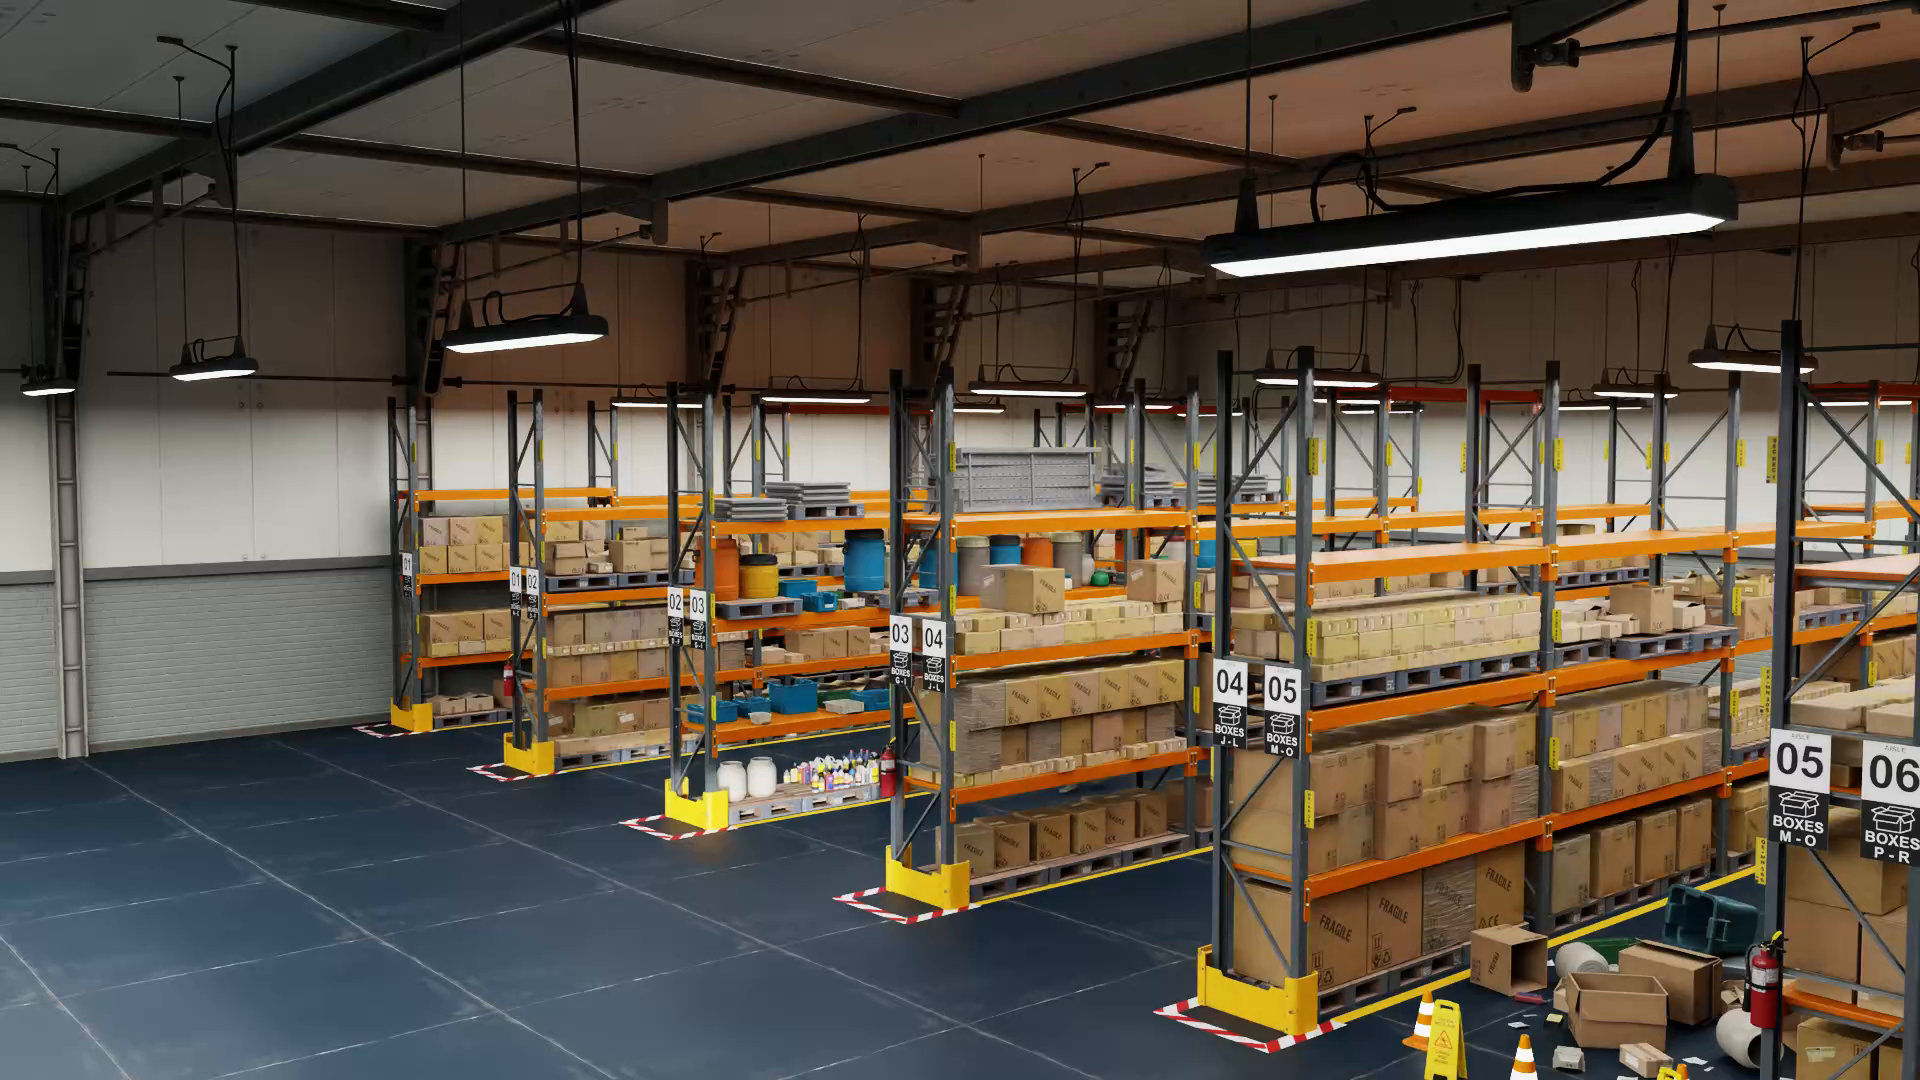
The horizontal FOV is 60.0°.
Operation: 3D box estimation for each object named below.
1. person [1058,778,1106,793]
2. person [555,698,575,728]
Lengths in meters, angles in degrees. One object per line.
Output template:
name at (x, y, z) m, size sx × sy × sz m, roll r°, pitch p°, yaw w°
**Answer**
person at (1.807, 2.909, 24.585) m, size 1.077 × 1.595 × 0.715 m, roll -3°, pitch 4°, yaw -40°
person at (-6.869, 2.700, 28.831) m, size 0.573 × 1.583 × 0.529 m, roll 2°, pitch 4°, yaw 28°
